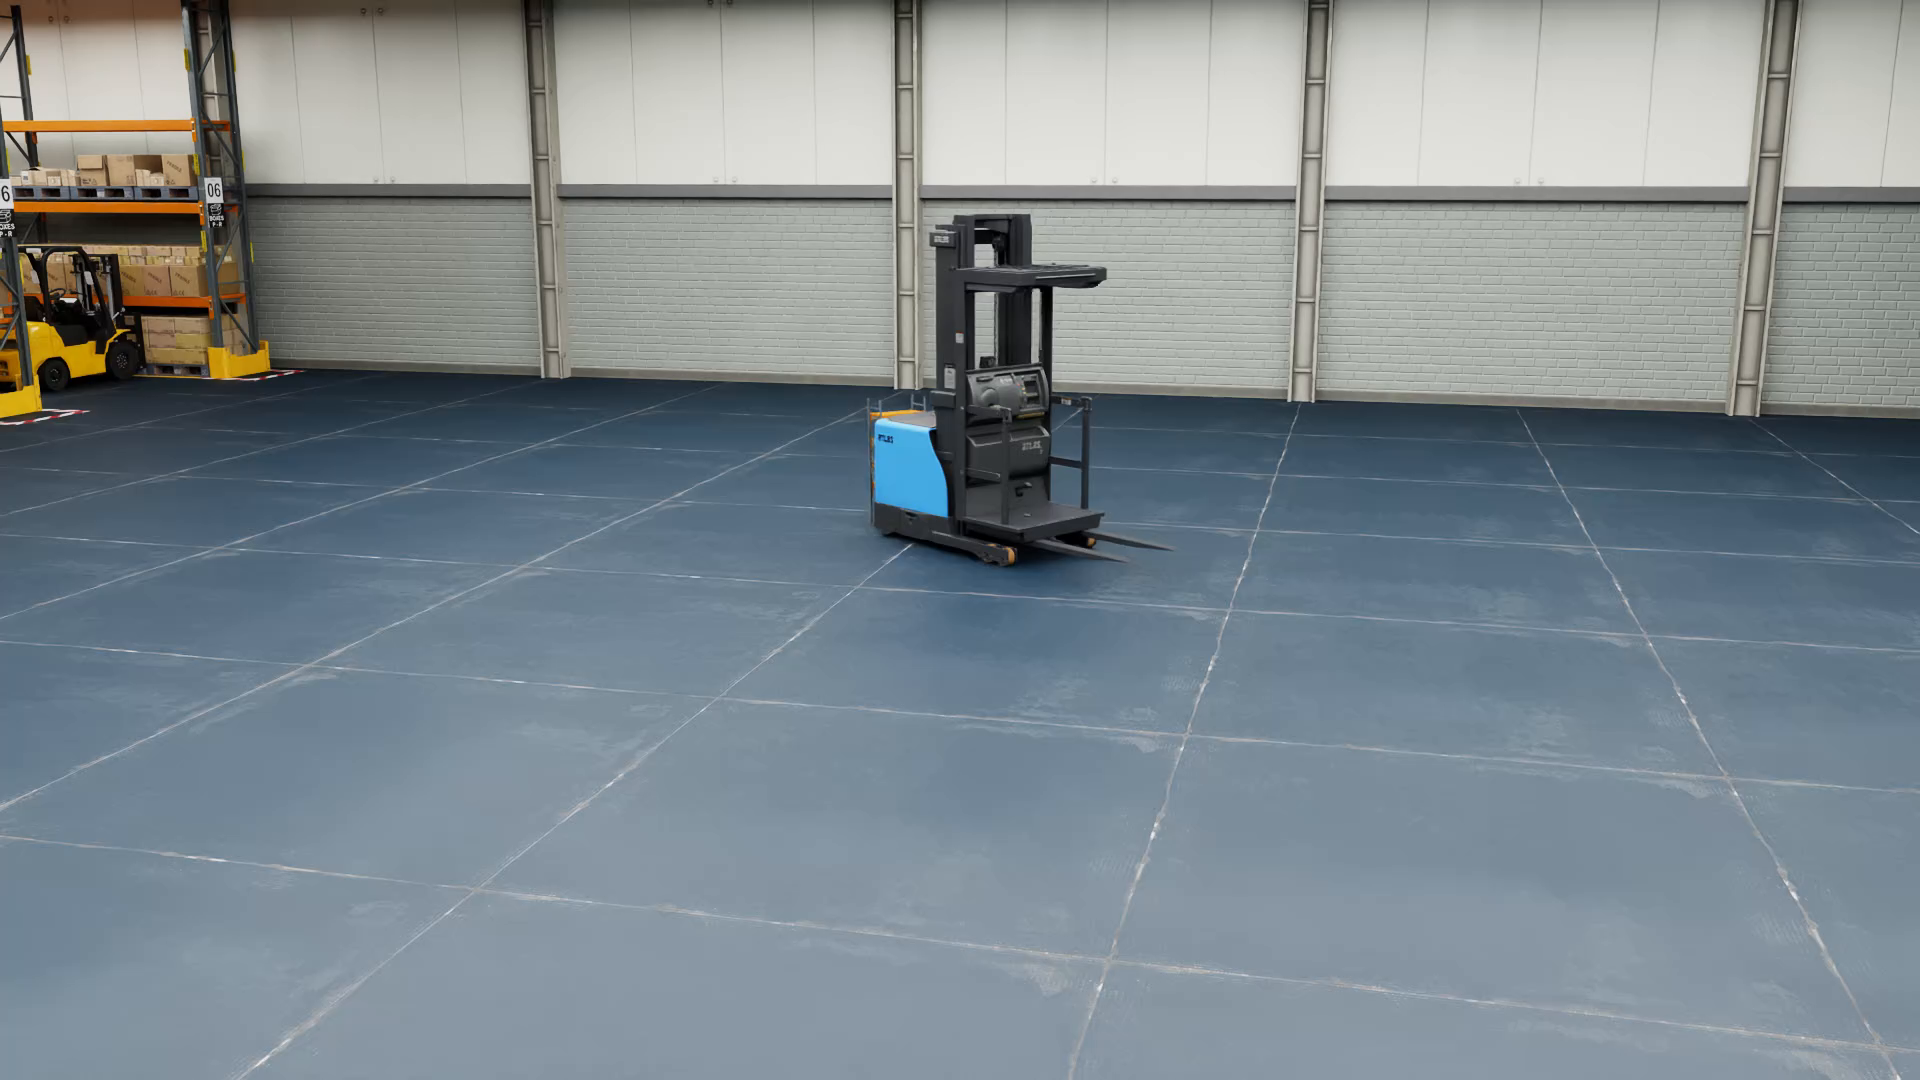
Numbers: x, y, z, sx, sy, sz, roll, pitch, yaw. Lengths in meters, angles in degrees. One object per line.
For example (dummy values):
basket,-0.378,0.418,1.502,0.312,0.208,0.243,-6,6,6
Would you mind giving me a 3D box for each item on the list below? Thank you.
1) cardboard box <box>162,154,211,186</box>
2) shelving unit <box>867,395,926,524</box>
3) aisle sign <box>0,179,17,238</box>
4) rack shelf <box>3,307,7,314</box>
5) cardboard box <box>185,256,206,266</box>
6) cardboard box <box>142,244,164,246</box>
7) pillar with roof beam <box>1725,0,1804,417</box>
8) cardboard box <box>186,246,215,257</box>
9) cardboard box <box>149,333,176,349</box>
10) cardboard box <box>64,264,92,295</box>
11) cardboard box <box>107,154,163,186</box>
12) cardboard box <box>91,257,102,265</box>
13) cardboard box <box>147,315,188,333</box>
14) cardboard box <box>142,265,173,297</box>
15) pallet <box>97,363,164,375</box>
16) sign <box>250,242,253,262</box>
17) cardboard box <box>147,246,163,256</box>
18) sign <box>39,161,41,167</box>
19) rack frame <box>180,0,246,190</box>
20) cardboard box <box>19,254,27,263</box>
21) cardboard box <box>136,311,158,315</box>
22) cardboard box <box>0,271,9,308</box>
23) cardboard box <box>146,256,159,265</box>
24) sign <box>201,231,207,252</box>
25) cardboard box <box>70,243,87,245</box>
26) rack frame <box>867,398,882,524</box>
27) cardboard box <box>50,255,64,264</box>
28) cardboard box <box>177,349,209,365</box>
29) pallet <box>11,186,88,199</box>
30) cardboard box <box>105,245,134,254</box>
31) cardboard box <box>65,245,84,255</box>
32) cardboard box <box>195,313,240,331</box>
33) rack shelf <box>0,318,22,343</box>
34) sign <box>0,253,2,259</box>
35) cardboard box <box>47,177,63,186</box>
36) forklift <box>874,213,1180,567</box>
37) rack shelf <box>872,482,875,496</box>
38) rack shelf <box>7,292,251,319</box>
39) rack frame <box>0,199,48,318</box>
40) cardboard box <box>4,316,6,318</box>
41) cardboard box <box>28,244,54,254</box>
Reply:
cardboard box,-12.476,-5.964,26.831,0.500,0.500,0.500,3,13,15
shelving unit,-0.590,-0.761,15.874,0.503,1.200,0.258,-8,13,-32
aisle sign,-13.039,-4.512,22.643,0.004,0.787,0.394,3,13,14
rack shelf,-17.813,-4.185,28.832,4.000,0.370,1.077,3,13,14
cardboard box,-12.391,-4.549,27.085,0.250,0.149,0.380,3,13,14
cardboard box,-13.498,-4.888,27.925,0.250,0.149,0.380,3,13,12
pillar with roof beam,9.822,-5.228,18.024,0.400,9.000,9.100,3,13,14
cardboard box,-12.386,-4.710,27.121,0.250,0.149,0.380,3,13,14
cardboard box,-13.019,-3.319,27.494,0.500,0.250,0.500,3,13,13
cardboard box,-14.501,-4.354,27.701,0.500,0.500,0.500,3,13,13
cardboard box,-13.446,-6.038,27.165,0.500,0.500,0.700,3,13,14
cardboard box,-14.128,-4.642,27.501,0.250,0.149,0.380,3,13,12
cardboard box,-13.006,-3.559,27.421,0.500,0.250,0.500,3,13,15
cardboard box,-13.030,-4.273,27.336,0.500,0.500,0.500,3,13,15
pallet,-13.921,-2.958,28.079,1.213,0.211,1.003,3,13,14
sign,-11.849,-4.802,27.773,0.005,0.325,0.100,3,13,14
cardboard box,-13.117,-4.752,27.314,0.250,0.149,0.380,3,13,14
sign,-15.740,-6.305,28.423,0.005,0.325,0.100,3,13,14
rack frame,-11.988,-7.154,26.701,0.127,3.000,1.000,3,13,14
cardboard box,-15.625,-4.726,27.881,0.250,0.149,0.380,3,13,13
cardboard box,-13.874,-3.722,28.153,0.500,0.250,0.500,3,13,12
cardboard box,-13.567,-3.458,22.976,0.500,0.500,0.500,3,13,13
cardboard box,-13.122,-4.598,27.304,0.250,0.149,0.380,3,13,13
sign,-12.131,-4.792,26.688,0.005,0.325,0.100,3,13,14
cardboard box,-14.995,-4.957,28.237,0.250,0.149,0.380,3,13,13
rack frame,-0.795,-0.732,15.745,0.015,1.200,0.240,-8,13,-32
cardboard box,-14.891,-4.677,27.660,0.250,0.149,0.380,3,13,15
cardboard box,-12.519,-3.045,27.413,0.500,0.250,0.500,3,13,14
pallet,-15.037,-5.815,27.796,1.213,0.211,1.003,3,13,14
cardboard box,-13.876,-4.788,27.475,0.250,0.149,0.380,3,13,14
cardboard box,-14.624,-4.815,27.598,0.250,0.149,0.380,3,13,13
cardboard box,-12.409,-3.640,27.786,0.500,0.250,0.500,3,13,13
rack shelf,-15.115,-2.933,23.191,4.000,0.370,1.077,3,13,14
sign,-15.992,-4.844,27.653,0.005,0.325,0.100,3,13,14
cardboard box,-14.762,-5.901,27.360,0.250,0.149,0.380,3,13,15
forklift,0.567,-1.327,14.447,1.130,2.935,3.031,-11,17,-41
rack shelf,-0.586,-0.500,15.925,0.480,0.148,0.258,-8,13,-32
rack shelf,-13.929,-3.977,27.896,4.000,0.370,1.077,3,13,14
rack frame,-15.871,-4.432,28.286,0.127,3.000,1.000,3,13,14
cardboard box,-16.380,-3.503,28.609,0.625,0.625,0.875,4,13,16
cardboard box,-15.353,-4.873,27.858,0.250,0.149,0.380,3,13,14
